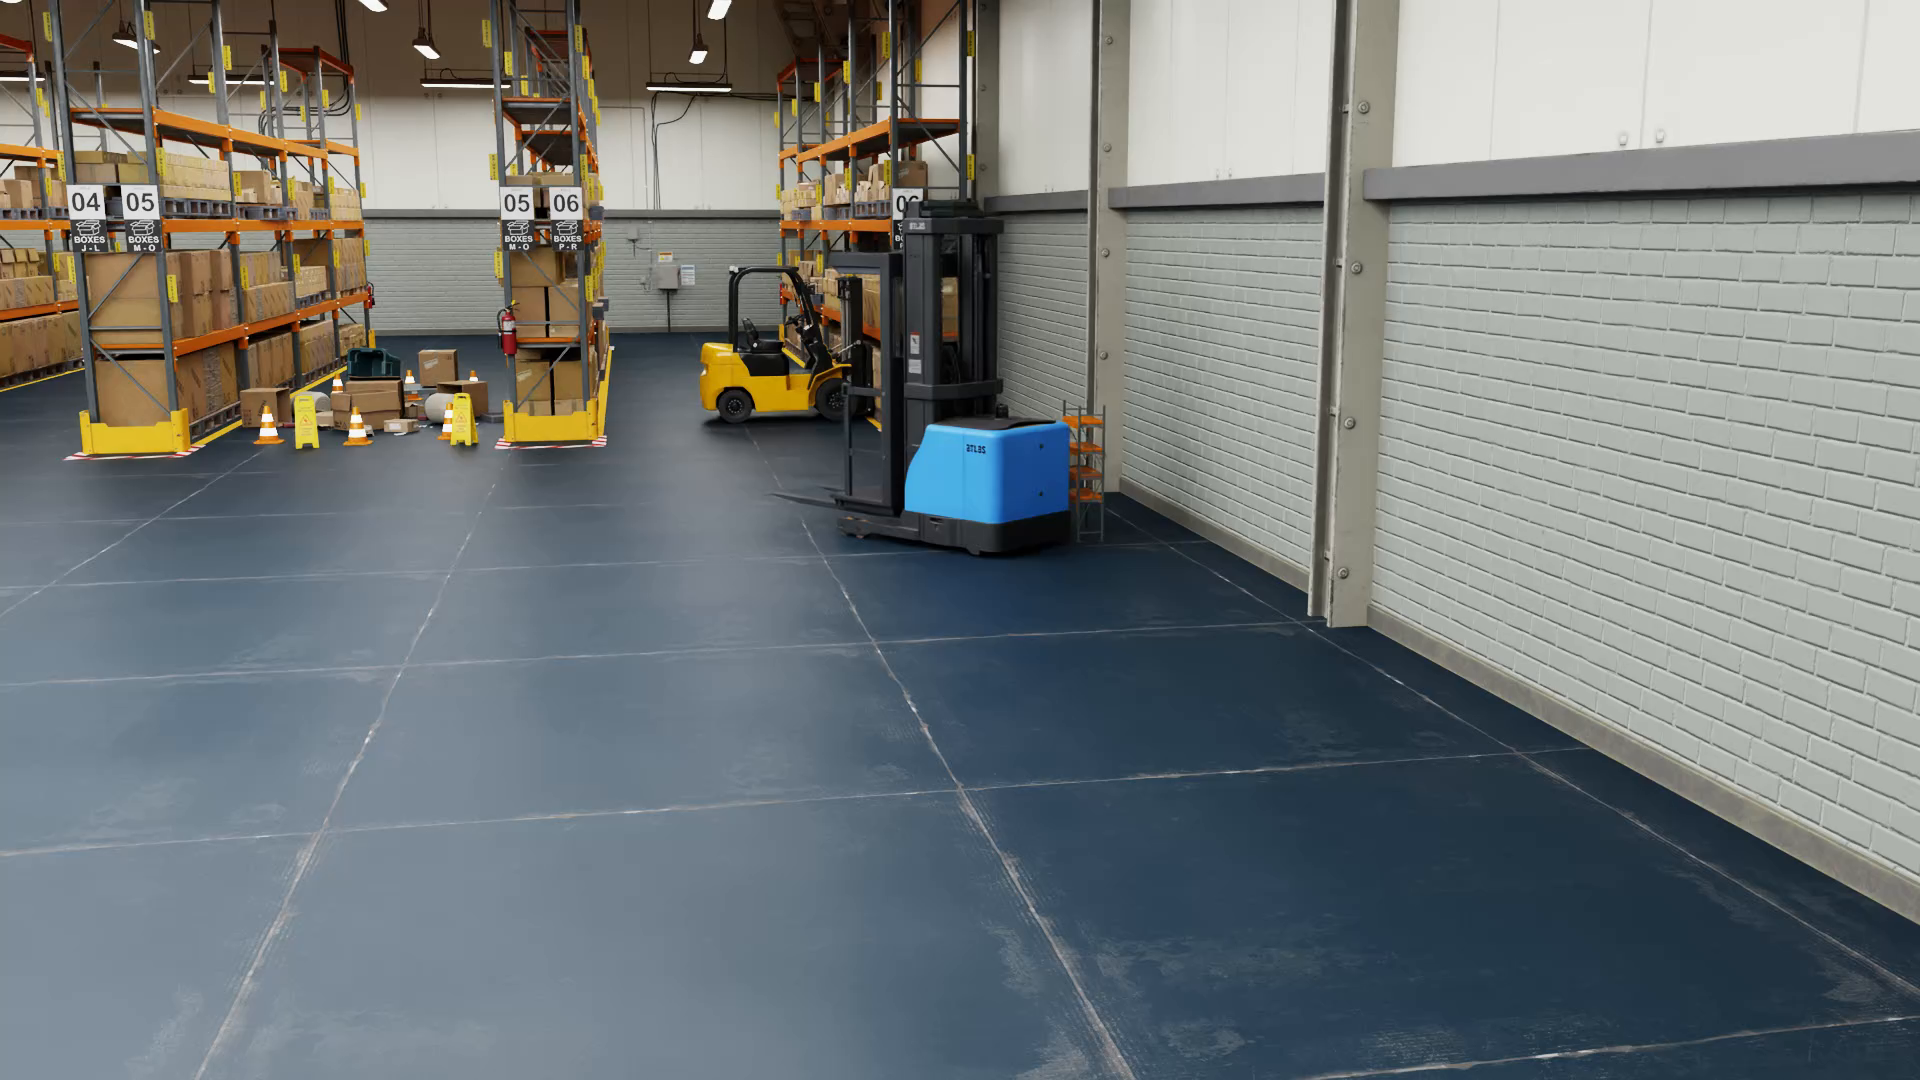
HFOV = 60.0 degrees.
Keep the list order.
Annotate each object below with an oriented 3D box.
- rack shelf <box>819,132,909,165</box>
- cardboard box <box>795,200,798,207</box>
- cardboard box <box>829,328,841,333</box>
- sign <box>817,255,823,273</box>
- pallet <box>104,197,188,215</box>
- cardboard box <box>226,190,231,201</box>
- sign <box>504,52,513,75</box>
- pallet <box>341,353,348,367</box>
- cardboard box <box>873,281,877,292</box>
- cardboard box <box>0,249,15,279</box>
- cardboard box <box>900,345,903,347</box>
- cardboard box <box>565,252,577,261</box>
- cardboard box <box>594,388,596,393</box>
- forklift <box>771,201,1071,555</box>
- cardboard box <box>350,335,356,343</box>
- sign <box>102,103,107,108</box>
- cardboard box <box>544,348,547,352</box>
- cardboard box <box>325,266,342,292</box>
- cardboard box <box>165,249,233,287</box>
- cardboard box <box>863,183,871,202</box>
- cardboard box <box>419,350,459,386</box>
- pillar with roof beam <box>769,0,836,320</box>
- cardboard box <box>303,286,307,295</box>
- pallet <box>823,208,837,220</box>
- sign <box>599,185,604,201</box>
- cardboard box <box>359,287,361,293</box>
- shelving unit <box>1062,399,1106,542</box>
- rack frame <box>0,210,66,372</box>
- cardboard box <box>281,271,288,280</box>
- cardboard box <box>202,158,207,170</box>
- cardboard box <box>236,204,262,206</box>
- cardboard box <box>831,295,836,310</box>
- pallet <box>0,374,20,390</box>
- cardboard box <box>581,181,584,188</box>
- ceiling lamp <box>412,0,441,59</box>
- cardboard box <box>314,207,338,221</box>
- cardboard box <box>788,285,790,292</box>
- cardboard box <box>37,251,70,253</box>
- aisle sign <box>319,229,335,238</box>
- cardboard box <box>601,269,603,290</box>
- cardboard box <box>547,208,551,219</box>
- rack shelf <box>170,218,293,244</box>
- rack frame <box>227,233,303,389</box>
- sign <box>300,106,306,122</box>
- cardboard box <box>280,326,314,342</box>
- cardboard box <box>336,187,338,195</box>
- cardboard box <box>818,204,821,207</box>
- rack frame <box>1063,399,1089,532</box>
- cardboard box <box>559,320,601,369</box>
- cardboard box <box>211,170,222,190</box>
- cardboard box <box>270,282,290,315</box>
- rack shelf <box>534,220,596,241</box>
[{"bbox_3d":[-1.576,-6.448,27.502,1.077,0.370,4.000,-2,11,-11],"label":"rack shelf"},{"bbox_3d":[-3.059,-6.639,32.814,0.380,0.149,0.250,-2,11,-10],"label":"cardboard box"},{"bbox_3d":[-2.309,-3.796,30.446,0.380,0.149,0.250,-3,11,-14],"label":"cardboard box"},{"bbox_3d":[-2.495,-4.926,29.671,0.100,0.325,0.005,-2,11,-11],"label":"sign"},{"bbox_3d":[-10.267,-4.137,20.622,1.003,0.211,1.213,-2,11,-11],"label":"pallet"},{"bbox_3d":[-10.506,-4.855,23.440,0.380,0.149,0.250,-2,11,-11],"label":"cardboard box"},{"bbox_3d":[-6.598,-6.966,24.304,0.100,0.325,0.005,-2,11,-11],"label":"sign"},{"bbox_3d":[-12.612,-3.524,32.645,1.003,0.211,1.213,-2,11,-11],"label":"pallet"},{"bbox_3d":[-1.025,-3.606,23.618,0.380,0.149,0.250,-2,11,-11],"label":"cardboard box"},{"bbox_3d":[-16.941,-4.795,28.918,0.797,0.503,0.637,-2,11,-9],"label":"cardboard box"},{"bbox_3d":[-0.703,-2.762,24.742,0.500,0.250,0.500,-2,11,-11],"label":"cardboard box"},{"bbox_3d":[-6.112,-4.518,26.489,0.380,0.149,0.250,-1,11,-8],"label":"cardboard box"},{"bbox_3d":[-5.373,-1.976,23.289,0.500,0.250,0.500,-1,11,-7],"label":"cardboard box"},{"bbox_3d":[-0.465,-1.522,14.852,3.031,2.935,1.130,10,14,42],"label":"forklift"},{"bbox_3d":[-12.514,-4.084,33.837,0.380,0.149,0.250,-2,11,-10],"label":"cardboard box"},{"bbox_3d":[-17.575,-8.805,34.183,0.100,0.325,0.005,-2,11,-11],"label":"sign"},{"bbox_3d":[-6.083,-2.759,23.660,0.380,0.149,0.250,-1,11,-8],"label":"cardboard box"},{"bbox_3d":[-12.296,-5.067,32.233,0.500,0.500,0.500,-2,11,-12],"label":"cardboard box"},{"bbox_3d":[-10.853,-3.840,23.558,0.875,0.550,0.550,-2,11,-11],"label":"cardboard box"},{"bbox_3d":[-1.196,-5.064,24.226,0.396,0.266,0.258,-2,11,-12],"label":"cardboard box"},{"bbox_3d":[-7.795,-2.577,24.873,0.500,0.500,0.500,-2,11,-11],"label":"cardboard box"},{"bbox_3d":[-7.384,-9.203,38.981,9.100,9.000,0.548,-2,11,-11],"label":"pillar with roof beam"},{"bbox_3d":[-11.771,-4.407,29.378,0.380,0.149,0.250,-2,11,-9],"label":"cardboard box"},{"bbox_3d":[-1.745,-5.677,28.985,1.213,0.211,1.003,-2,11,-8],"label":"pallet"},{"bbox_3d":[-7.854,-7.591,36.376,0.100,0.325,0.005,-2,11,-11],"label":"sign"},{"bbox_3d":[-12.873,-5.285,35.115,0.380,0.149,0.250,-2,11,-11],"label":"cardboard box"},{"bbox_3d":[1.091,-0.619,14.739,0.258,1.200,0.503,-2,11,-12],"label":"shelving unit"},{"bbox_3d":[-17.332,-4.610,30.894,1.000,3.000,0.127,-2,11,-11],"label":"rack frame"},{"bbox_3d":[-11.569,-4.506,28.305,0.380,0.149,0.250,-2,11,-11],"label":"cardboard box"},{"bbox_3d":[-10.262,-5.015,22.148,0.380,0.149,0.250,-2,11,-12],"label":"cardboard box"},{"bbox_3d":[-12.029,-5.656,28.102,0.500,0.500,0.500,-2,11,-11],"label":"cardboard box"},{"bbox_3d":[-1.918,-4.067,28.444,0.500,0.250,0.500,-2,11,-13],"label":"cardboard box"},{"bbox_3d":[-16.633,-2.654,28.074,1.003,0.211,1.213,-2,11,-11],"label":"pallet"},{"bbox_3d":[-5.175,-4.726,22.023,0.380,0.149,0.250,-2,11,-11],"label":"cardboard box"},{"bbox_3d":[-9.591,-10.552,30.459,0.800,3.185,2.000,-2,11,-11],"label":"ceiling lamp"},{"bbox_3d":[-12.278,-6.266,31.974,0.500,0.250,0.500,-2,11,-8],"label":"cardboard box"},{"bbox_3d":[-3.524,-5.453,35.997,0.380,0.149,0.250,-2,11,-13],"label":"cardboard box"},{"bbox_3d":[-18.077,-5.500,33.171,0.500,0.500,0.500,-2,11,-13],"label":"cardboard box"},{"bbox_3d":[-13.533,-6.785,35.369,0.394,0.787,0.004,-2,11,-11],"label":"aisle sign"},{"bbox_3d":[-7.730,-5.393,34.743,0.500,0.500,0.500,-2,11,-9],"label":"cardboard box"},{"bbox_3d":[-5.162,-4.237,21.585,0.380,0.149,0.250,-2,11,-13],"label":"cardboard box"},{"bbox_3d":[-11.280,-4.791,25.750,1.077,0.370,4.000,-2,11,-11],"label":"rack shelf"},{"bbox_3d":[-11.669,-4.038,27.890,1.000,3.000,0.127,-2,11,-11],"label":"rack frame"},{"bbox_3d":[-13.757,-8.930,34.840,0.100,0.325,0.005,-2,11,-11],"label":"sign"},{"bbox_3d":[-11.664,-3.613,29.214,0.500,0.250,0.500,-2,11,-12],"label":"cardboard box"},{"bbox_3d":[-12.467,-6.866,32.725,0.380,0.149,0.250,-2,11,-13],"label":"cardboard box"},{"bbox_3d":[-2.418,-6.211,30.620,0.380,0.149,0.250,-2,11,-11],"label":"cardboard box"},{"bbox_3d":[1.039,-0.663,14.973,0.240,1.200,0.015,-2,11,-12],"label":"rack frame"},{"bbox_3d":[-6.886,-3.529,29.774,0.875,0.875,0.875,-2,11,-12],"label":"cardboard box"},{"bbox_3d":[-10.445,-4.932,22.780,0.500,0.250,0.500,-2,11,-11],"label":"cardboard box"},{"bbox_3d":[-11.222,-3.923,27.017,0.500,0.500,0.500,-2,11,-11],"label":"cardboard box"},{"bbox_3d":[-6.444,-4.990,26.793,1.077,0.370,4.000,-2,11,-11],"label":"rack shelf"}]
